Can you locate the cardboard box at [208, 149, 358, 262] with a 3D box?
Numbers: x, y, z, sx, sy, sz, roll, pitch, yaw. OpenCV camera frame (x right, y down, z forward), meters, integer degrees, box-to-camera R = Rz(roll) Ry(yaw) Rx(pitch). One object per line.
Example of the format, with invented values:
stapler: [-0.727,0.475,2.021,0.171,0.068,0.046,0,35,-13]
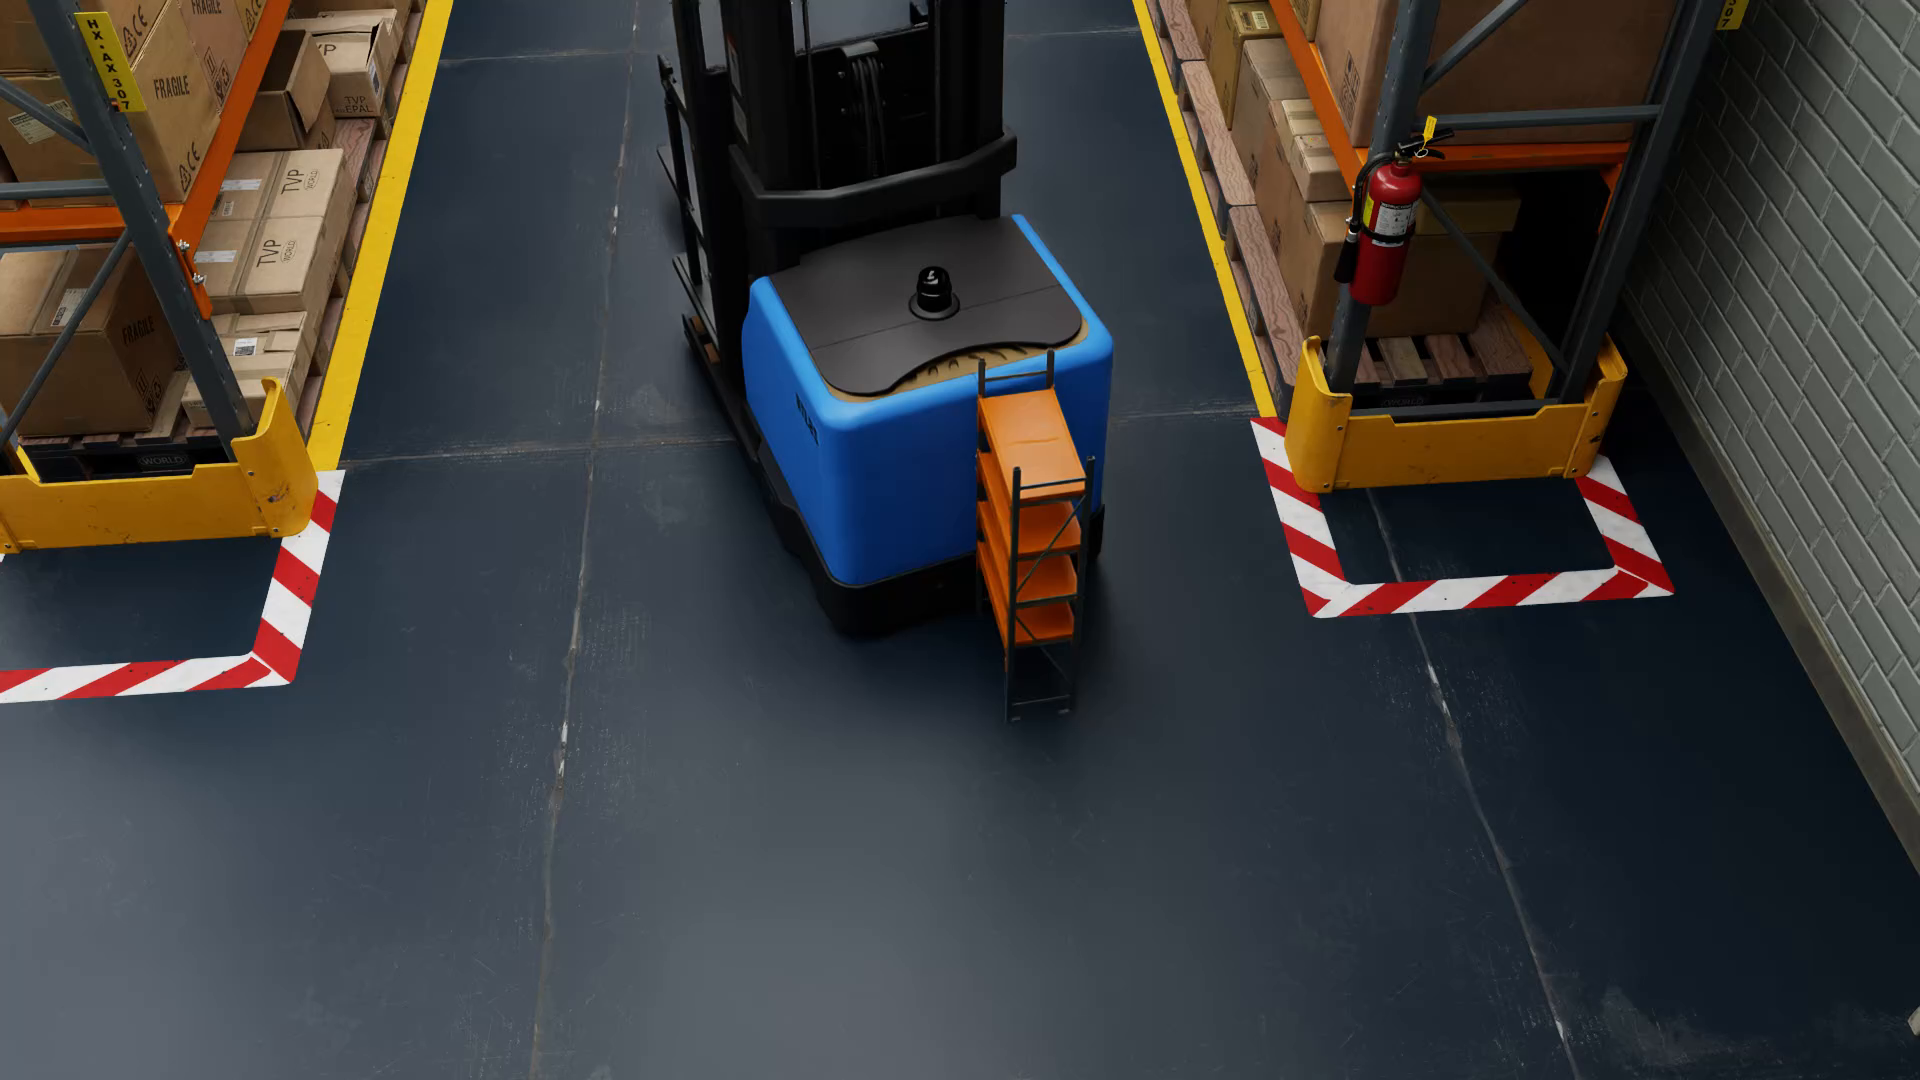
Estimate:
cardboard box: [-2.904,-1.421,7.121,0.500,0.250,0.500,-3,47,-3]

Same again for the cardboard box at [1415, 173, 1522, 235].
cardboard box: [1.930,-1.315,6.415,0.380,0.149,0.250,-3,47,-3]

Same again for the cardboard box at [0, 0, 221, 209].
cardboard box: [-2.832,-1.453,5.491,0.500,0.500,0.500,-3,47,-2]

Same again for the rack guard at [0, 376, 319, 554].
rack guard: [-3.064,-0.277,6.168,1.175,0.500,0.348,-3,47,-3]

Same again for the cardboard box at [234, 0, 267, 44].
cardboard box: [-2.920,-2.189,6.188,0.500,0.500,0.500,-4,47,-3]

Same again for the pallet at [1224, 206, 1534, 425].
pallet: [1.733,-1.000,7.052,1.003,0.211,1.213,-3,47,-3]

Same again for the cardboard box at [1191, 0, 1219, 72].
cardboard box: [1.542,-2.653,8.129,0.700,0.500,0.500,-4,47,-4]

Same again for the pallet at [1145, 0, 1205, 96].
pallet: [1.529,-2.765,8.723,1.003,0.211,1.213,-3,47,-3]

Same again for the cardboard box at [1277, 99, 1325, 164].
cardboard box: [1.505,-1.660,6.742,0.380,0.149,0.250,-2,47,-2]

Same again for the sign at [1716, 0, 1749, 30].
sign: [2.432,-1.739,5.180,0.100,0.325,0.005,-3,47,-3]

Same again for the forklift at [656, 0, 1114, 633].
forklift: [-0.510,-1.769,5.906,1.130,2.935,3.031,-17,49,-15]

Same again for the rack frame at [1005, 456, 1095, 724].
rack frame: [0.272,0.190,5.244,0.240,1.200,0.015,-8,47,-8]

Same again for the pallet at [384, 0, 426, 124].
pallet: [-3.336,-2.519,8.491,1.003,0.211,1.213,-3,47,-3]

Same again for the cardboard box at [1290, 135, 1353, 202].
cardboard box: [1.528,-1.475,6.567,0.380,0.149,0.250,-4,47,-4]

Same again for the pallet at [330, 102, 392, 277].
pallet: [-3.231,-1.635,7.653,1.003,0.211,1.213,-3,47,-3]

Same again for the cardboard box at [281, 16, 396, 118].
cardboard box: [-3.000,-2.264,7.877,0.500,0.311,0.500,-3,47,-3]

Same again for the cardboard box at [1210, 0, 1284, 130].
cardboard box: [1.583,-2.281,7.777,0.700,0.500,0.500,-3,47,-2]

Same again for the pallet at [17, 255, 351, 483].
pallet: [-3.132,-0.754,6.819,1.003,0.211,1.213,-3,47,-3]

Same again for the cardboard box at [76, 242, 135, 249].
cardboard box: [-3.398,-1.355,7.058,0.500,0.250,0.500,-3,47,-3]

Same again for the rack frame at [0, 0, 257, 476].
rack frame: [-3.058,-1.081,5.208,1.000,3.000,0.127,-3,47,-3]

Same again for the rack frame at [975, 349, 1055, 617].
rack frame: [0.175,-0.158,5.573,0.240,1.200,0.015,-8,47,-8]

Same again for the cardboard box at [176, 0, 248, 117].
cardboard box: [-2.881,-1.826,5.844,0.500,0.500,0.500,-4,47,-4]

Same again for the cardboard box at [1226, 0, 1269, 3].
cardboard box: [1.394,-2.603,7.635,0.380,0.149,0.250,-5,47,-4]

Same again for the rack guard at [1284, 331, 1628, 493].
rack guard: [1.880,-0.508,6.387,1.175,0.500,0.348,-3,47,-3]

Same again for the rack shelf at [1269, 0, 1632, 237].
rack shelf: [1.711,-2.585,7.127,1.077,0.370,4.000,-3,47,-3]

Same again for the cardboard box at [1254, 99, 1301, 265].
cardboard box: [1.678,-1.532,7.068,0.700,0.500,0.500,-4,47,-3]

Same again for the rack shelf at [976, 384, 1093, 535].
rack shelf: [0.223,-0.254,5.123,0.258,0.148,0.480,-8,47,-8]

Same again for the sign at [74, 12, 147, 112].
sign: [-2.517,-1.412,4.925,0.100,0.325,0.005,-3,47,-3]

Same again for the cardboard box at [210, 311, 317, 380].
cardboard box: [-2.771,-0.763,6.555,0.380,0.166,0.250,-3,47,-3]

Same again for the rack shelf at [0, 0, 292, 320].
rack shelf: [-3.225,-2.281,6.840,1.077,0.370,4.000,-3,47,-3]

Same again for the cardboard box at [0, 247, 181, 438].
cardboard box: [-3.349,-0.751,6.314,0.500,0.500,0.500,-3,47,-3]

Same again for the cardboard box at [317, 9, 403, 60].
cardboard box: [-2.971,-2.484,8.197,0.380,0.149,0.250,-3,47,-3]

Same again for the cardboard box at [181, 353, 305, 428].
cardboard box: [-2.750,-0.576,6.390,0.380,0.149,0.250,-3,47,-3]

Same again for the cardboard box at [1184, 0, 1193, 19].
cardboard box: [1.504,-3.017,8.473,0.700,0.500,0.500,-3,47,-3]

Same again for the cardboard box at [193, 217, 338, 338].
cardboard box: [-2.863,-1.059,6.778,0.500,0.250,0.500,-3,47,-3]

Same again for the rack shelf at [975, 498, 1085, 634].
rack shelf: [0.223,0.062,5.457,0.258,0.148,0.480,-8,47,-8]

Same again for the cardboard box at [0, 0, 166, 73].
cardboard box: [-2.832,-1.796,5.128,0.500,0.500,0.500,-2,47,-2]

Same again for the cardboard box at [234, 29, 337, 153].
cardboard box: [-3.230,-1.909,7.408,0.797,0.503,0.637,-3,47,-3]

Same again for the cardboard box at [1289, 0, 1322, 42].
cardboard box: [1.753,-2.382,6.234,0.980,0.700,0.700,-4,47,-4]

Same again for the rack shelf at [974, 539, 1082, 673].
rack shelf: [0.223,0.199,5.601,0.258,0.148,0.480,-8,47,-8]

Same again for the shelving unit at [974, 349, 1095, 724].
shelving unit: [0.223,0.016,5.408,0.258,1.200,0.503,-8,47,-8]

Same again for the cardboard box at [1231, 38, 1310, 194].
cardboard box: [1.635,-1.896,7.412,0.700,0.500,0.500,-5,47,-5]

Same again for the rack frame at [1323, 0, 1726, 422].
rack frame: [1.878,-1.385,5.496,1.000,3.000,0.127,-3,47,-3]

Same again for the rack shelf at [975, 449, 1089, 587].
rack shelf: [0.223,-0.091,5.295,0.258,0.148,0.480,-8,47,-8]

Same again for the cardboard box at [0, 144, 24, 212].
cardboard box: [-3.367,-1.423,5.463,0.500,0.500,0.500,-2,47,-2]

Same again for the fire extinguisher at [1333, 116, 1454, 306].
fire extinguisher: [1.431,-1.093,5.529,0.296,0.674,0.183,-3,47,-3]

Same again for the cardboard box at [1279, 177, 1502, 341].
cardboard box: [1.720,-1.170,6.725,0.700,0.500,0.500,-3,47,-3]

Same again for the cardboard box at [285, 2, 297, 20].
cardboard box: [-3.573,-2.885,8.465,0.500,0.311,0.500,-3,47,-3]

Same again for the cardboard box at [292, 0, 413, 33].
cardboard box: [-3.062,-2.872,8.323,0.500,0.500,0.500,-3,47,-3]

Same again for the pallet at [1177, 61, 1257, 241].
pallet: [1.634,-1.880,7.886,1.003,0.211,1.213,-3,47,-3]

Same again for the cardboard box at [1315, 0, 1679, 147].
cardboard box: [1.825,-1.856,5.736,0.980,0.700,0.700,-2,47,-1]
